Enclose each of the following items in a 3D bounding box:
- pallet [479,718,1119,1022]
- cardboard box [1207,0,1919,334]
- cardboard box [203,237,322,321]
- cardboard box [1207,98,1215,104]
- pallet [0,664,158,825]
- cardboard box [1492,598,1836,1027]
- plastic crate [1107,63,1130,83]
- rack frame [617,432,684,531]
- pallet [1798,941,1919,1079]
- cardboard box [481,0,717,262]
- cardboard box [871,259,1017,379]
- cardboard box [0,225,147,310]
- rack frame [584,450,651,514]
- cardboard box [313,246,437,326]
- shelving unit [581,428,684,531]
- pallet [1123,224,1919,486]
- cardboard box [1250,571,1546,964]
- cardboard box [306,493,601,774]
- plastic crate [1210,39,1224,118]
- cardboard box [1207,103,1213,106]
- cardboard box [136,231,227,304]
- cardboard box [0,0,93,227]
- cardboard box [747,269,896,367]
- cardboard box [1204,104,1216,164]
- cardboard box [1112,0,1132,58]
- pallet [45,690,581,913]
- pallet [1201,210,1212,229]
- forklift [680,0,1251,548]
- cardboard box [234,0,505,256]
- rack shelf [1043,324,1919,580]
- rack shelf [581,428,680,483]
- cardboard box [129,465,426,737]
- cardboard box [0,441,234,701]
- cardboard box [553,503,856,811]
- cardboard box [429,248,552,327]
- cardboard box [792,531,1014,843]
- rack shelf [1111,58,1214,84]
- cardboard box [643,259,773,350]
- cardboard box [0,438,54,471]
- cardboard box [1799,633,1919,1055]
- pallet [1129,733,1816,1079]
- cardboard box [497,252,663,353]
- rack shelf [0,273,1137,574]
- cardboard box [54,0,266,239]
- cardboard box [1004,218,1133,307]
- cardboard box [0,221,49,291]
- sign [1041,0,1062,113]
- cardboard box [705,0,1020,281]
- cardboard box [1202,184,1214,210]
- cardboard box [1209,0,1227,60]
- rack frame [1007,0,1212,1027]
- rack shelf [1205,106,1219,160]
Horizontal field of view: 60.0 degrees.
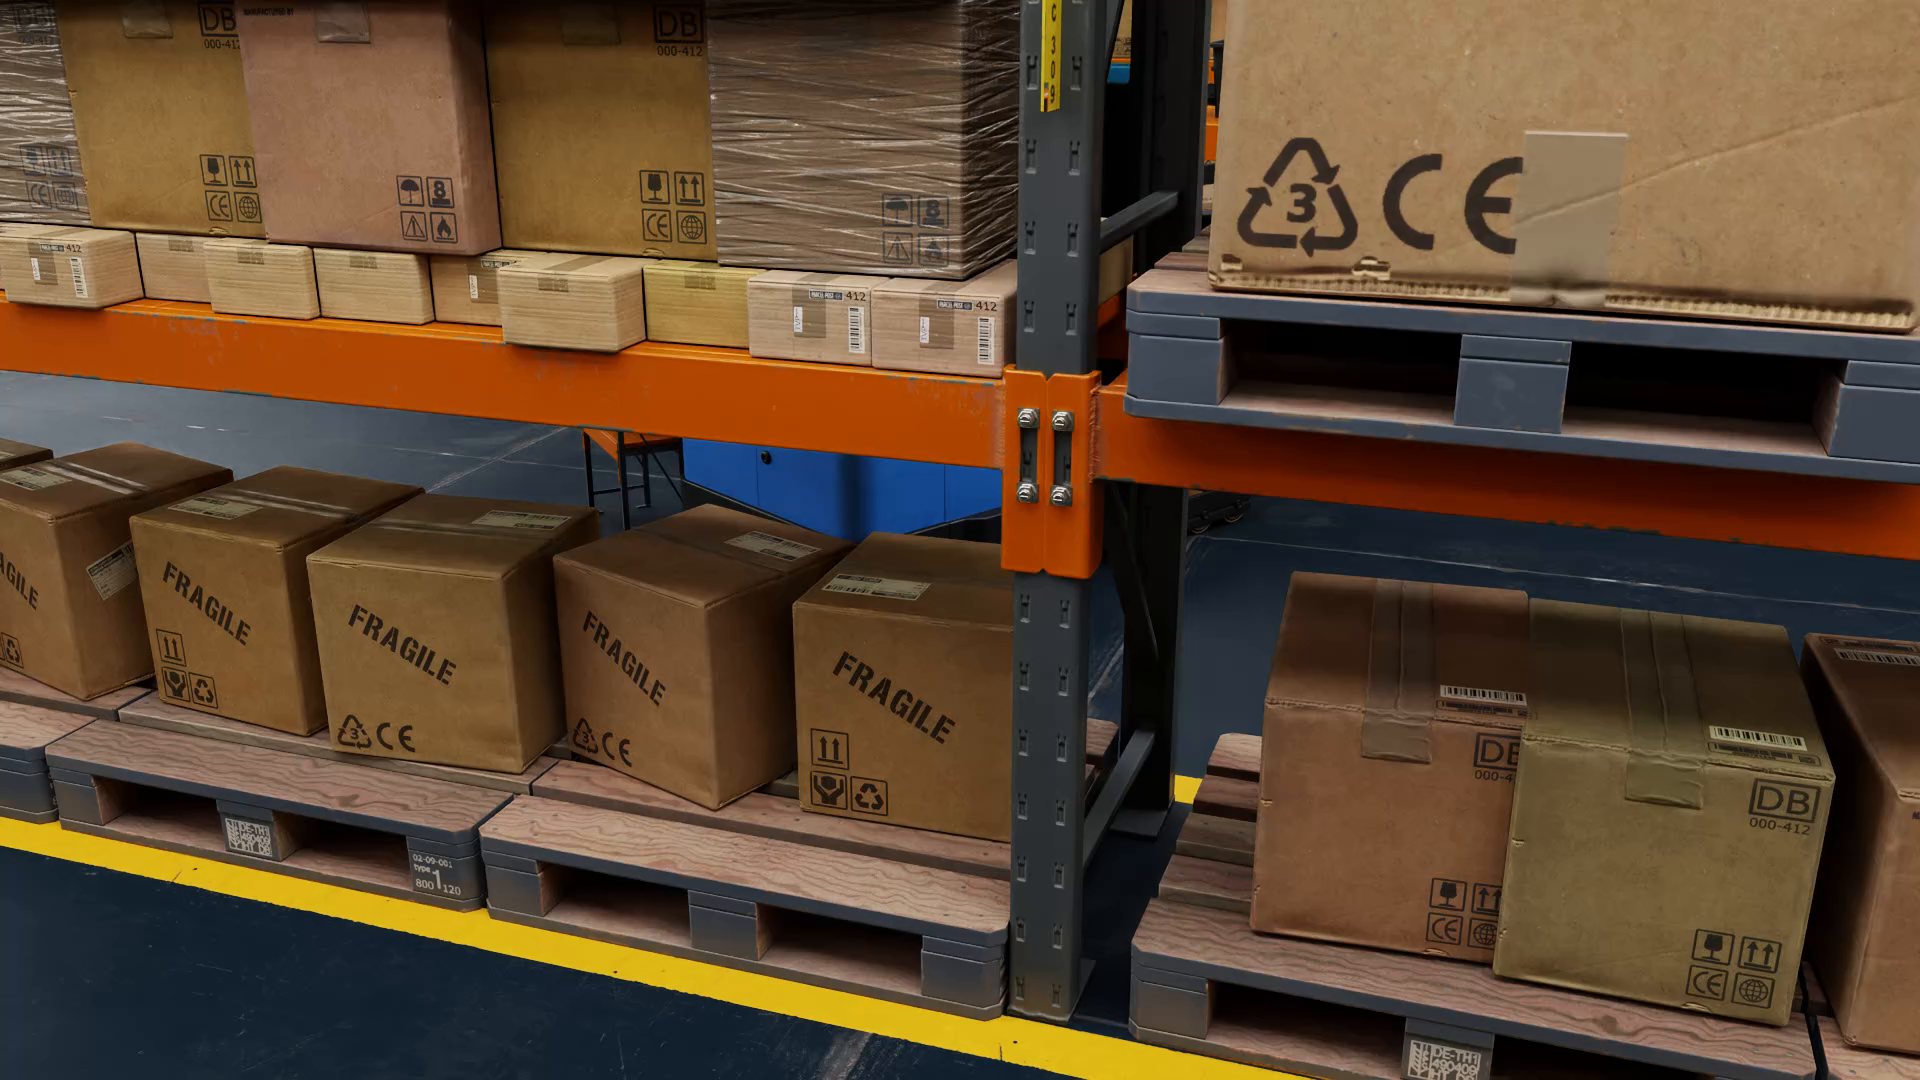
[{"bbox_3d":[-0.328,0.644,3.908,1.213,0.211,1.003,7,20,18],"label":"pallet"},{"bbox_3d":[1.023,-0.964,2.734,1.000,1.000,1.000,7,20,18],"label":"cardboard box"},{"bbox_3d":[-1.393,-0.591,3.596,0.250,0.149,0.380,7,20,18],"label":"cardboard box"},{"bbox_3d":[1.820,-3.254,13.254,0.500,0.500,0.500,7,20,18],"label":"cardboard box"},{"bbox_3d":[-2.633,0.380,4.664,1.213,0.211,1.003,7,20,18],"label":"pallet"},{"bbox_3d":[1.336,0.492,3.238,0.500,0.500,0.700,6,20,18],"label":"cardboard box"},{"bbox_3d":[0.809,-2.116,7.816,0.616,0.251,0.499,7,20,18],"label":"plastic crate"},{"bbox_3d":[-1.087,-0.538,5.796,0.240,1.200,0.015,-10,21,-25],"label":"rack frame"},{"bbox_3d":[2.210,0.920,3.115,1.213,0.211,1.003,7,20,18],"label":"pallet"},{"bbox_3d":[-0.547,-0.932,3.588,0.500,0.500,0.875,7,20,18],"label":"cardboard box"},{"bbox_3d":[0.019,-0.424,3.118,0.250,0.149,0.380,7,20,18],"label":"cardboard box"},{"bbox_3d":[-1.884,-0.628,3.701,0.250,0.149,0.380,7,20,18],"label":"cardboard box"},{"bbox_3d":[-1.309,-0.681,6.207,0.240,1.200,0.015,-10,21,-25],"label":"rack frame"},{"bbox_3d":[-1.146,-0.575,3.550,0.250,0.149,0.380,7,20,18],"label":"cardboard box"},{"bbox_3d":[-1.198,-0.609,6.002,0.258,1.200,0.503,-10,21,-25],"label":"shelving unit"},{"bbox_3d":[0.993,-0.393,2.938,1.213,0.211,1.003,7,20,18],"label":"pallet"},{"bbox_3d":[0.891,0.434,3.402,0.500,0.500,0.700,5,20,14],"label":"cardboard box"},{"bbox_3d":[-1.202,0.213,4.068,0.500,0.500,0.500,5,20,13],"label":"cardboard box"},{"bbox_3d":[1.491,-2.218,7.977,0.504,0.338,0.767,7,20,18],"label":"plastic crate"},{"bbox_3d":[1.644,-3.087,12.776,0.500,0.500,0.500,7,20,18],"label":"cardboard box"},{"bbox_3d":[-1.604,-0.642,3.742,0.250,0.149,0.380,7,20,18],"label":"cardboard box"},{"bbox_3d":[-1.980,-1.079,4.010,0.500,0.500,0.875,7,20,18],"label":"cardboard box"},{"bbox_3d":[-0.214,-0.454,3.204,0.250,0.149,0.380,7,20,18],"label":"cardboard box"},{"bbox_3d":[2.121,-3.038,12.633,0.500,0.500,0.500,7,20,18],"label":"cardboard box"},{"bbox_3d":[1.196,-4.005,12.857,0.500,0.500,0.700,7,20,18],"label":"cardboard box"},{"bbox_3d":[-1.484,0.513,4.285,1.213,0.211,1.003,7,20,18],"label":"pallet"},{"bbox_3d":[1.679,-2.604,13.227,1.213,0.211,1.003,7,20,18],"label":"pallet"},{"bbox_3d":[0.465,-1.521,5.986,3.031,2.935,1.130,-16,25,-39],"label":"forklift"},{"bbox_3d":[-1.053,-0.954,3.653,0.500,0.500,0.875,7,20,18],"label":"cardboard box"},{"bbox_3d":[2.208,-0.056,2.771,4.000,0.370,1.077,7,20,18],"label":"rack shelf"},{"bbox_3d":[-1.198,-0.358,6.089,0.258,0.148,0.480,-10,21,-25],"label":"rack shelf"},{"bbox_3d":[-1.715,0.139,4.281,0.500,0.500,0.500,9,21,23],"label":"cardboard box"},{"bbox_3d":[-2.300,0.065,4.491,0.500,0.500,0.500,13,23,32],"label":"cardboard box"},{"bbox_3d":[-0.590,0.256,3.945,0.500,0.500,0.500,14,24,35],"label":"cardboard box"},{"bbox_3d":[-0.896,-0.560,3.509,0.250,0.149,0.380,7,20,18],"label":"cardboard box"},{"bbox_3d":[-0.046,0.315,3.775,0.500,0.500,0.500,6,20,16],"label":"cardboard box"},{"bbox_3d":[1.683,-3.567,12.846,4.000,0.370,1.077,7,20,18],"label":"rack shelf"},{"bbox_3d":[-0.431,-0.500,3.335,0.250,0.149,0.380,7,20,18],"label":"cardboard box"},{"bbox_3d":[-2.876,0.011,4.646,0.500,0.500,0.500,11,22,28],"label":"cardboard box"},{"bbox_3d":[1.864,0.552,3.065,0.500,0.500,0.700,5,20,13],"label":"cardboard box"},{"bbox_3d":[1.054,0.789,3.492,1.213,0.211,1.003,7,20,18],"label":"pallet"},{"bbox_3d":[-0.703,-0.492,3.314,0.250,0.149,0.380,7,20,18],"label":"cardboard box"},{"bbox_3d":[-1.571,-0.488,4.011,4.000,0.370,1.077,7,20,18],"label":"rack shelf"},{"bbox_3d":[-1.511,-1.021,3.845,0.500,0.500,0.875,7,20,18],"label":"cardboard box"},{"bbox_3d":[0.214,-0.609,3.649,0.250,0.149,0.380,7,20,18],"label":"cardboard box"},{"bbox_3d":[-2.086,-0.687,3.871,0.250,0.149,0.380,7,20,18],"label":"cardboard box"},{"bbox_3d":[0.147,-0.851,2.644,0.005,0.325,0.100,7,20,18],"label":"sign"},{"bbox_3d":[-0.087,-0.867,3.402,0.500,0.500,0.875,7,20,18],"label":"cardboard box"},{"bbox_3d":[2.117,-2.680,12.746,0.500,0.250,0.500,7,20,18],"label":"cardboard box"},{"bbox_3d":[2.179,-3.895,12.540,0.500,0.500,0.700,7,20,19],"label":"cardboard box"},{"bbox_3d":[0.318,-0.611,3.273,0.127,3.000,1.000,7,20,18],"label":"rack frame"},{"bbox_3d":[0.054,-2.028,8.429,4.000,0.370,1.077,7,20,18],"label":"rack shelf"}]
